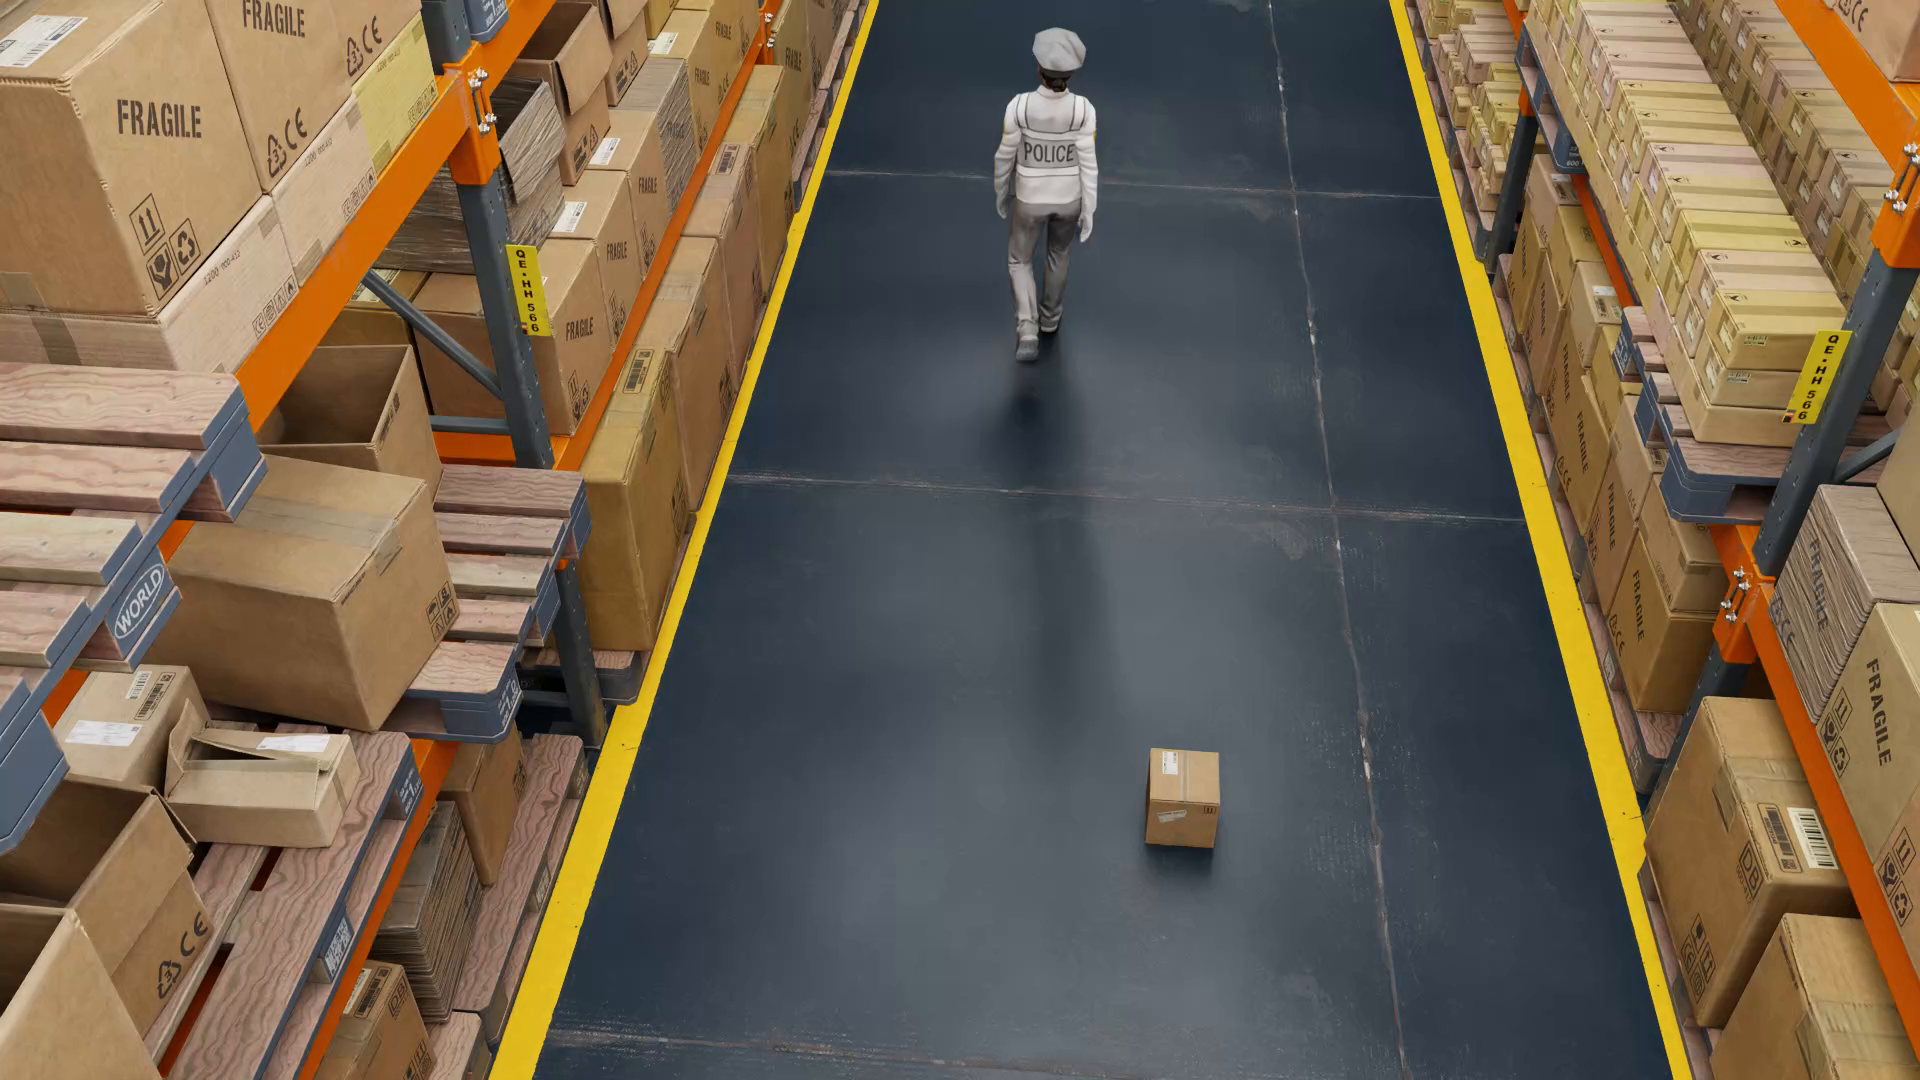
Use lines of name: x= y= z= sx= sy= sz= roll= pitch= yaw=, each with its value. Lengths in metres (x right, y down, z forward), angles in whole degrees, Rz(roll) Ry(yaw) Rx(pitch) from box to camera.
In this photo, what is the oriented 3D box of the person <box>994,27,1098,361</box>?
person: x=0.411 y=-1.651 z=8.061 sx=0.495 sy=1.654 sz=0.752 roll=0 pitch=40 yaw=0
